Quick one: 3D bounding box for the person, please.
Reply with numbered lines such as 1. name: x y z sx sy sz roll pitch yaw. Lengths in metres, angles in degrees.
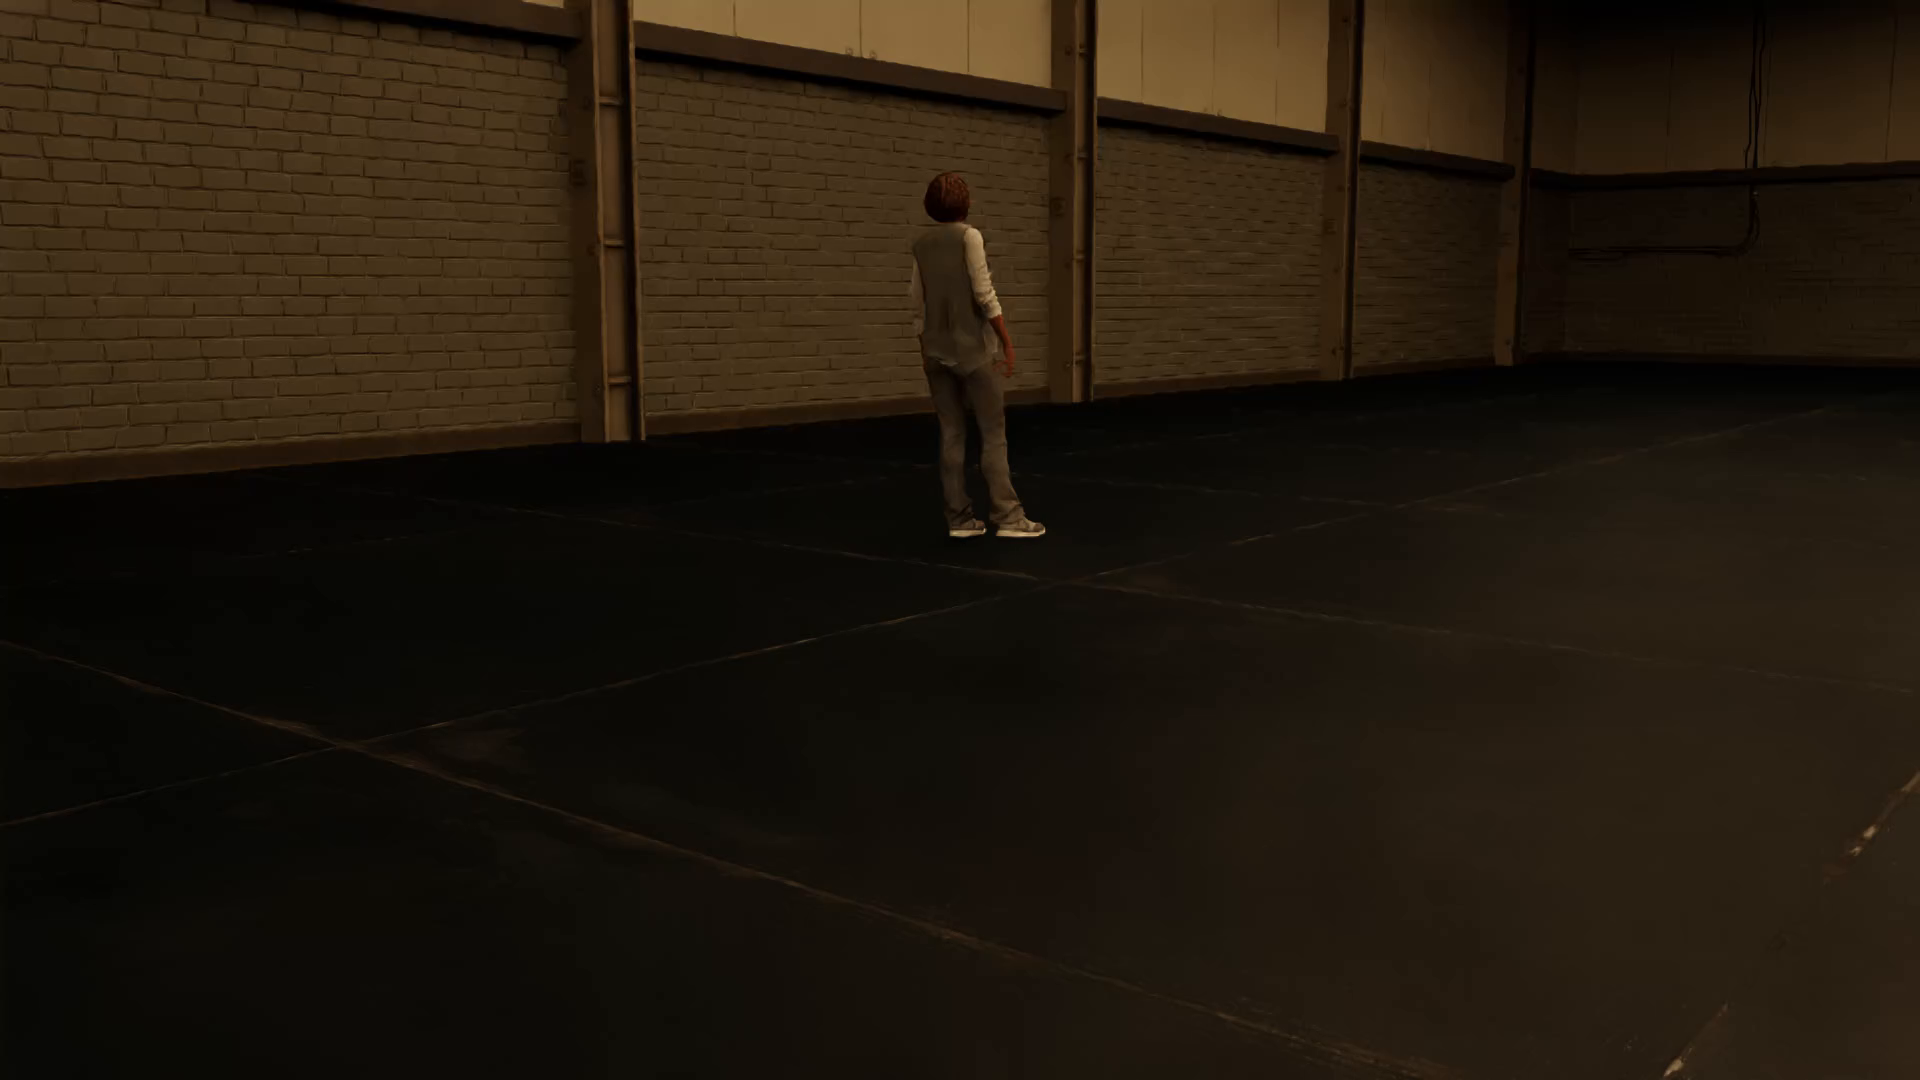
1. person: 0.057 -0.804 7.337 0.521 1.597 0.474 7 11 38
